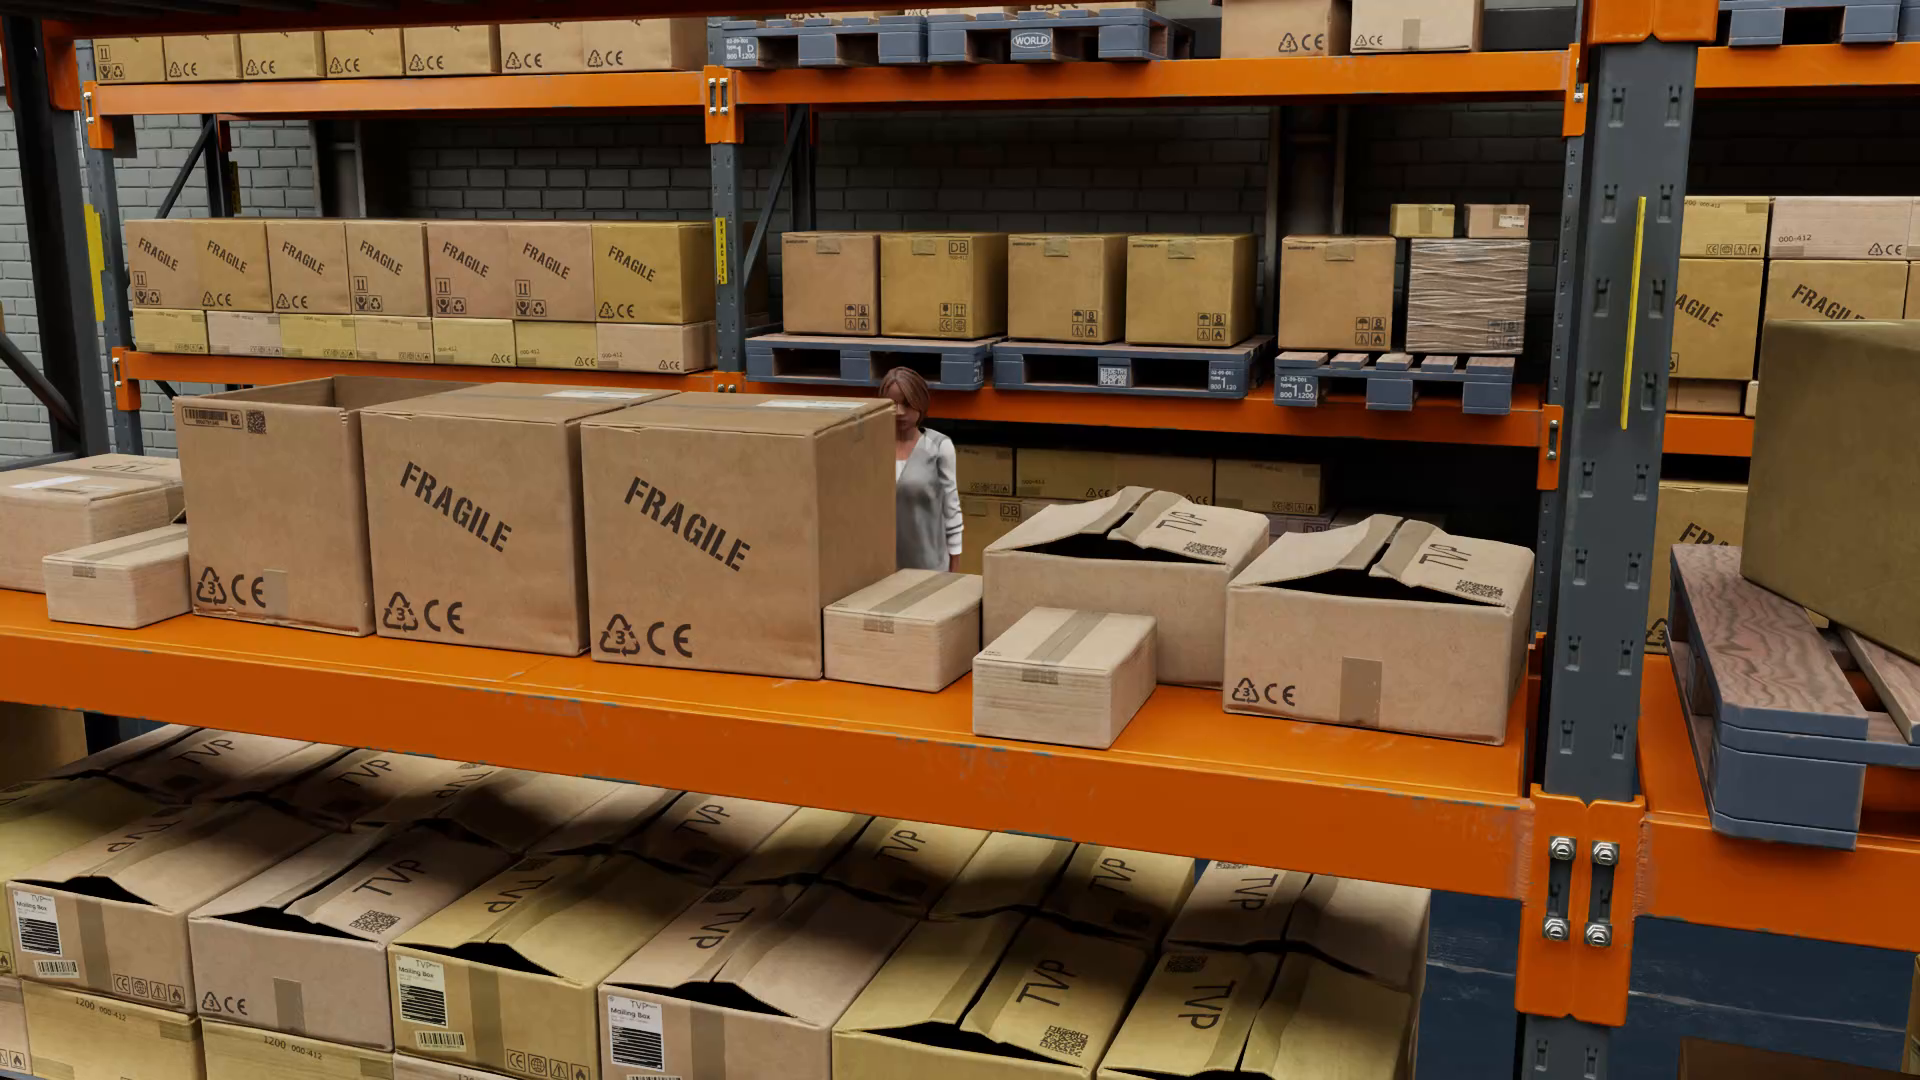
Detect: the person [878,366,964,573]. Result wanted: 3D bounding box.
[{"bbox_3d":[-0.224,0.186,6.105,0.431,1.609,0.413,3,13,15],"label":"person"}]
